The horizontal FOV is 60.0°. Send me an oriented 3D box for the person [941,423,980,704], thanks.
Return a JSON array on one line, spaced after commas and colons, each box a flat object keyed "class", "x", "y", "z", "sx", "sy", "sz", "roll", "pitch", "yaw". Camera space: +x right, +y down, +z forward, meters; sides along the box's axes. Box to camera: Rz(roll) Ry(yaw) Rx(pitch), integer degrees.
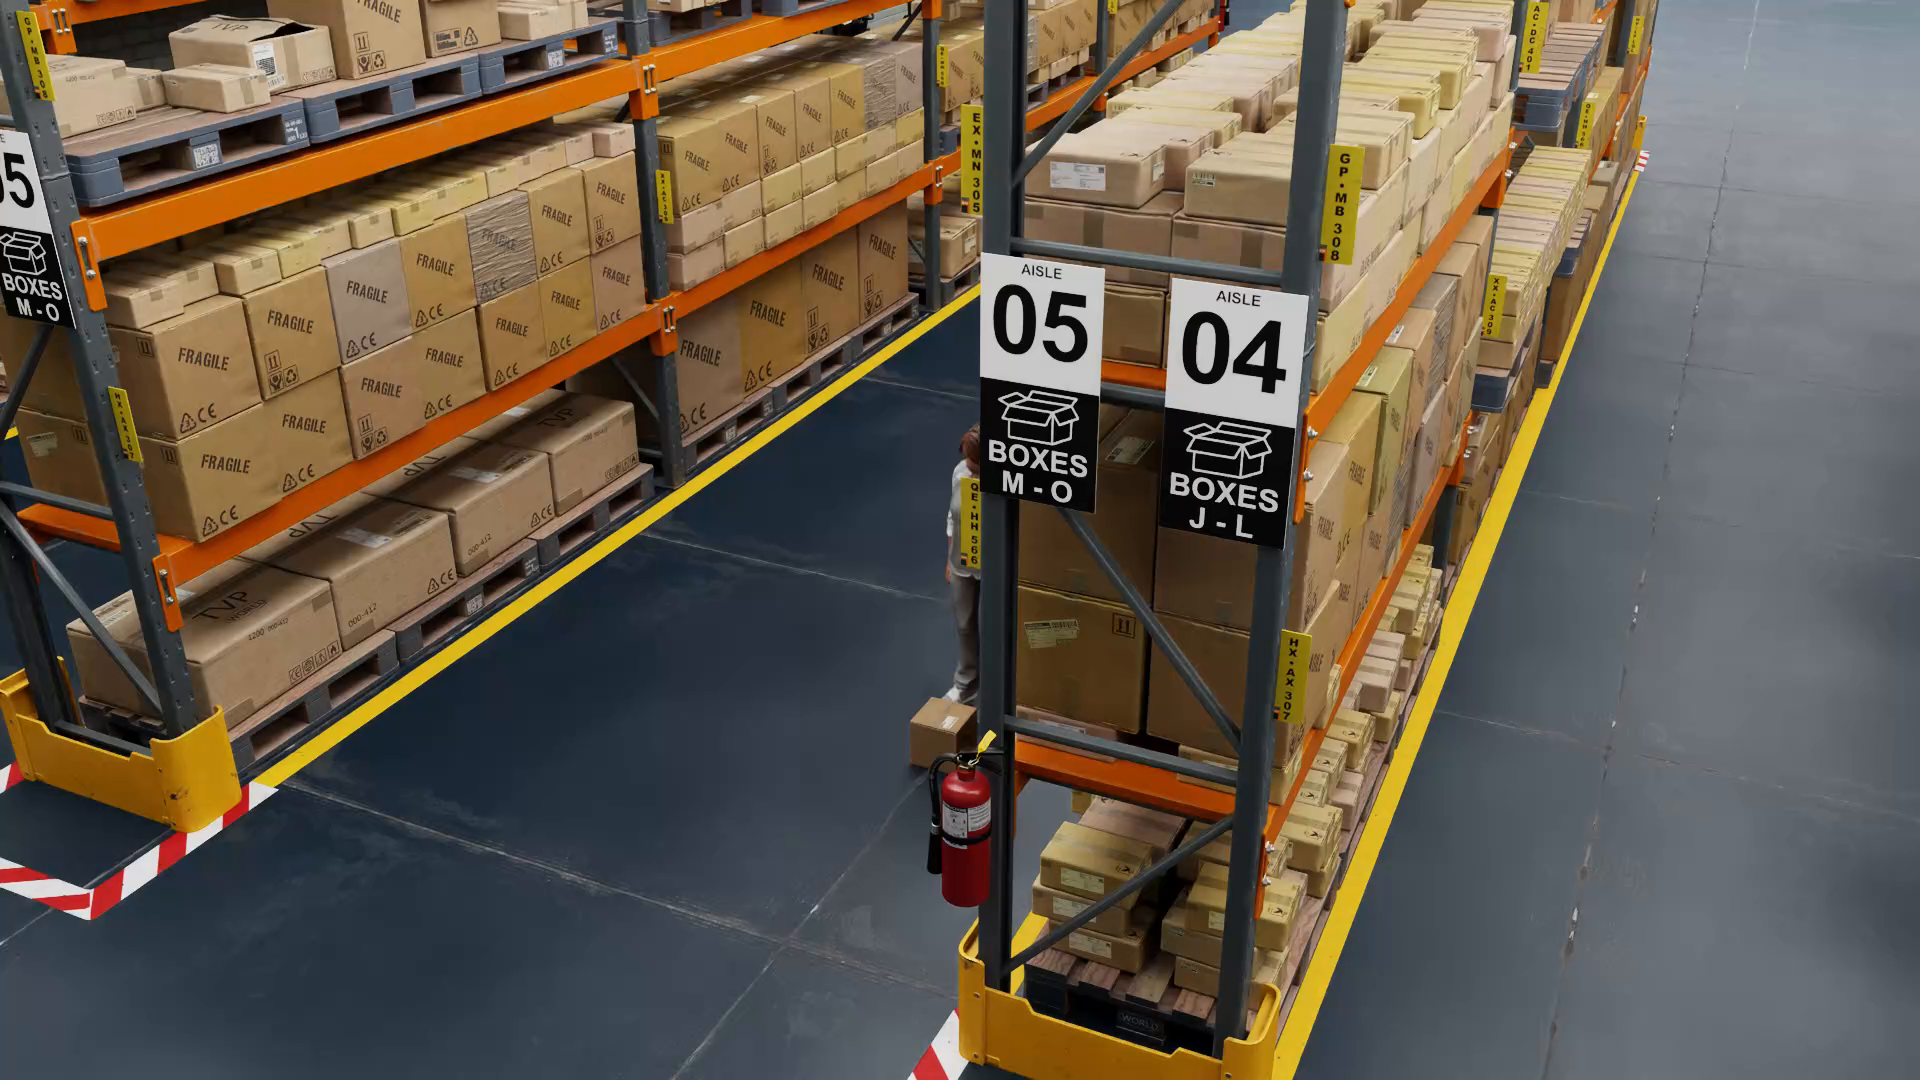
[{"class": "person", "x": 0.128, "y": 0.162, "z": 8.269, "sx": 0.445, "sy": 1.606, "sz": 0.316, "roll": 12, "pitch": 29, "yaw": 22}]
